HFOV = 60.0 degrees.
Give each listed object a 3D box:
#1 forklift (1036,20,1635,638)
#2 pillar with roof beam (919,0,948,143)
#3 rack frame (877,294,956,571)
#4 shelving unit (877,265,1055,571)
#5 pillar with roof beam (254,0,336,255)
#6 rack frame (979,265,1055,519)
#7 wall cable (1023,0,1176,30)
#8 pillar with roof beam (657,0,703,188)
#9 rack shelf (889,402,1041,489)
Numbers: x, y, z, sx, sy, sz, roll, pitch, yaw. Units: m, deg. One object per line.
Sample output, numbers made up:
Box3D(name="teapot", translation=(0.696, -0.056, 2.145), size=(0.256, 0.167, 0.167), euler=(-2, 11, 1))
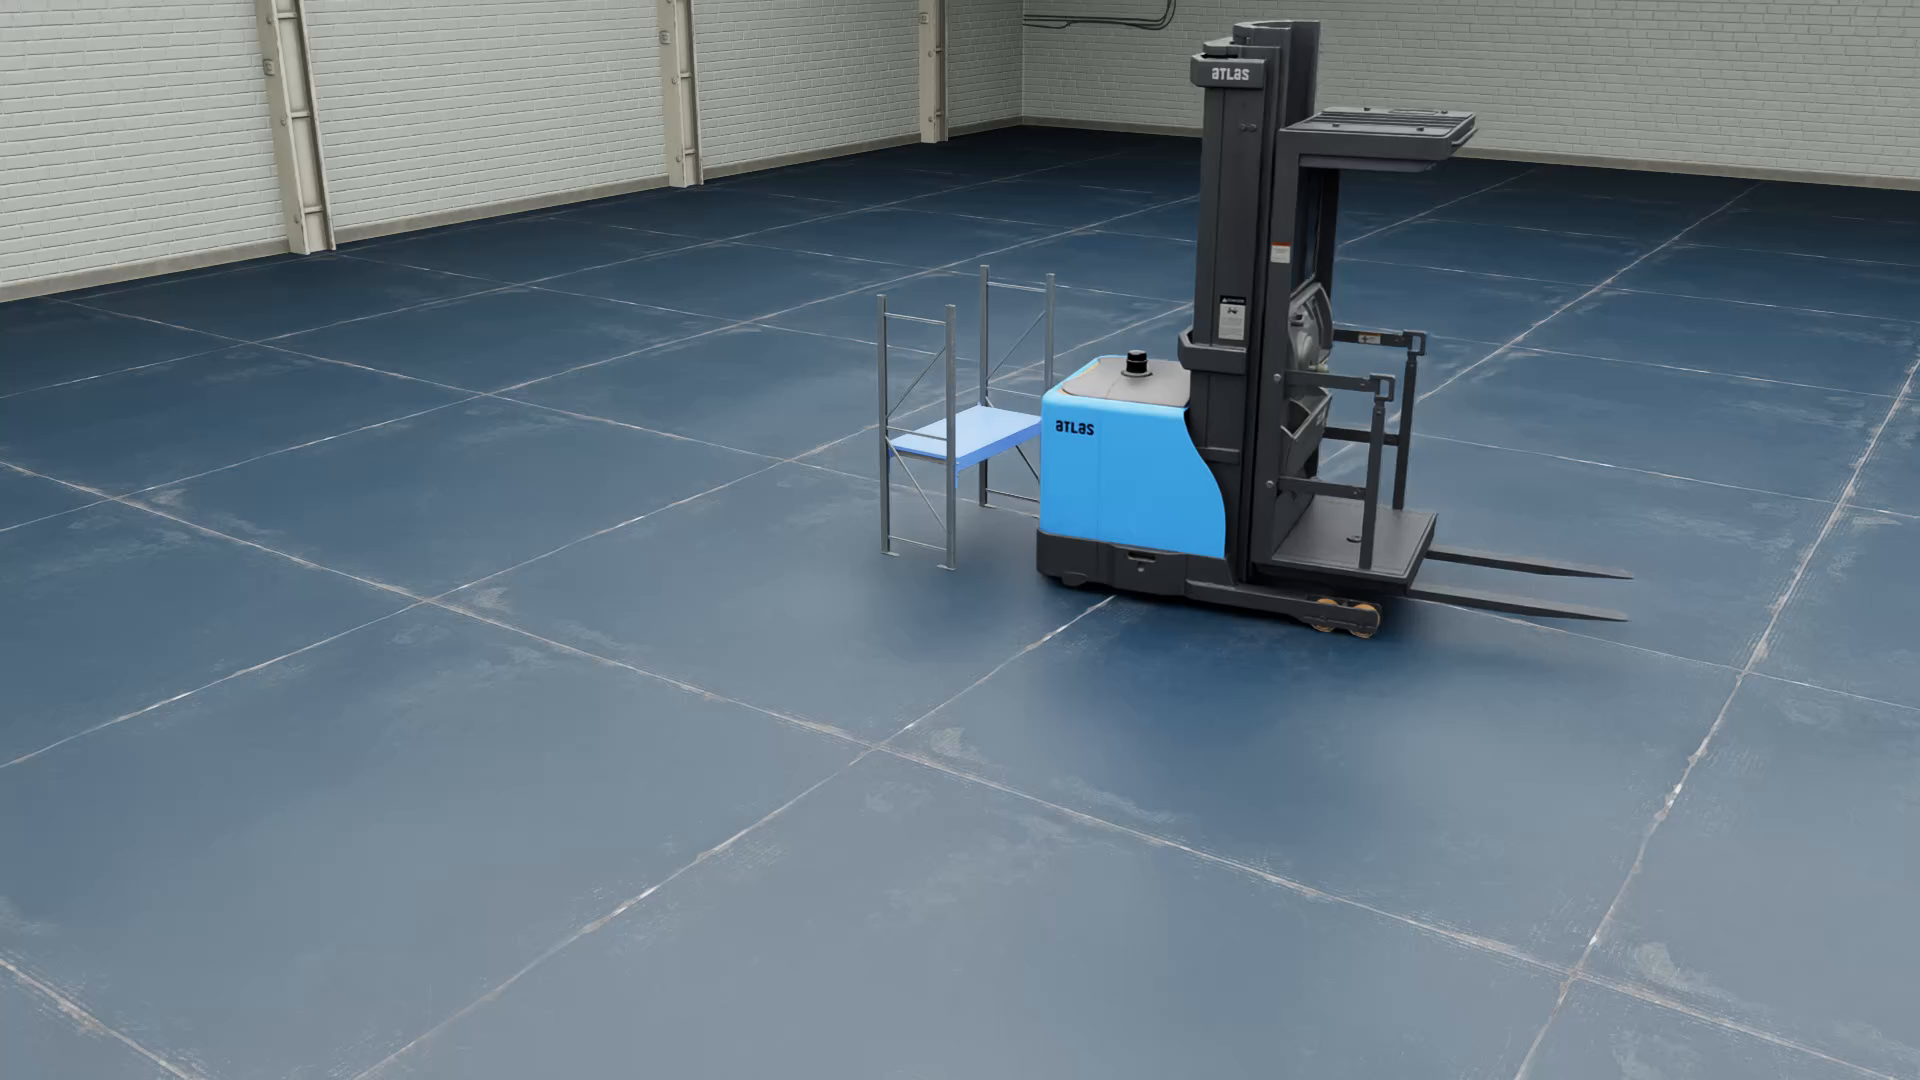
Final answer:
Box3D(name="forklift", translation=(1.983, -1.089, 8.485), size=(3.031, 2.935, 1.130), euler=(8, 22, 22))
Box3D(name="pillar with roof beam", translation=(3.125, -10.036, 23.926), size=(9.100, 9.000, 0.400), euler=(13, 24, 32))
Box3D(name="rack frame", translation=(-0.238, -0.582, 9.177), size=(0.500, 1.500, 0.032), euler=(13, 24, 32))
Box3D(name="shelving unit", translation=(0.048, -0.728, 9.571), size=(0.538, 1.500, 1.048), euler=(13, 24, 32))
Box3D(name="pillar with roof beam", translation=(-3.621, -6.593, 14.617), size=(9.100, 9.000, 0.400), euler=(13, 24, 32))
Box3D(name="rack frame", translation=(0.334, -0.874, 9.965), size=(0.500, 1.500, 0.032), euler=(13, 24, 32))
Box3D(name="wall cable", translation=(2.314, -10.007, 28.322), size=(3.097, 2.526, 0.112), euler=(13, 24, 32))
Box3D(name="pillar with roof beam", translation=(-0.248, -8.314, 19.271), size=(9.100, 9.000, 0.400), euler=(13, 24, 32))
Box3D(name="rack shelf", translation=(0.048, -0.559, 9.633), size=(0.538, 0.185, 1.000), euler=(13, 24, 32))
